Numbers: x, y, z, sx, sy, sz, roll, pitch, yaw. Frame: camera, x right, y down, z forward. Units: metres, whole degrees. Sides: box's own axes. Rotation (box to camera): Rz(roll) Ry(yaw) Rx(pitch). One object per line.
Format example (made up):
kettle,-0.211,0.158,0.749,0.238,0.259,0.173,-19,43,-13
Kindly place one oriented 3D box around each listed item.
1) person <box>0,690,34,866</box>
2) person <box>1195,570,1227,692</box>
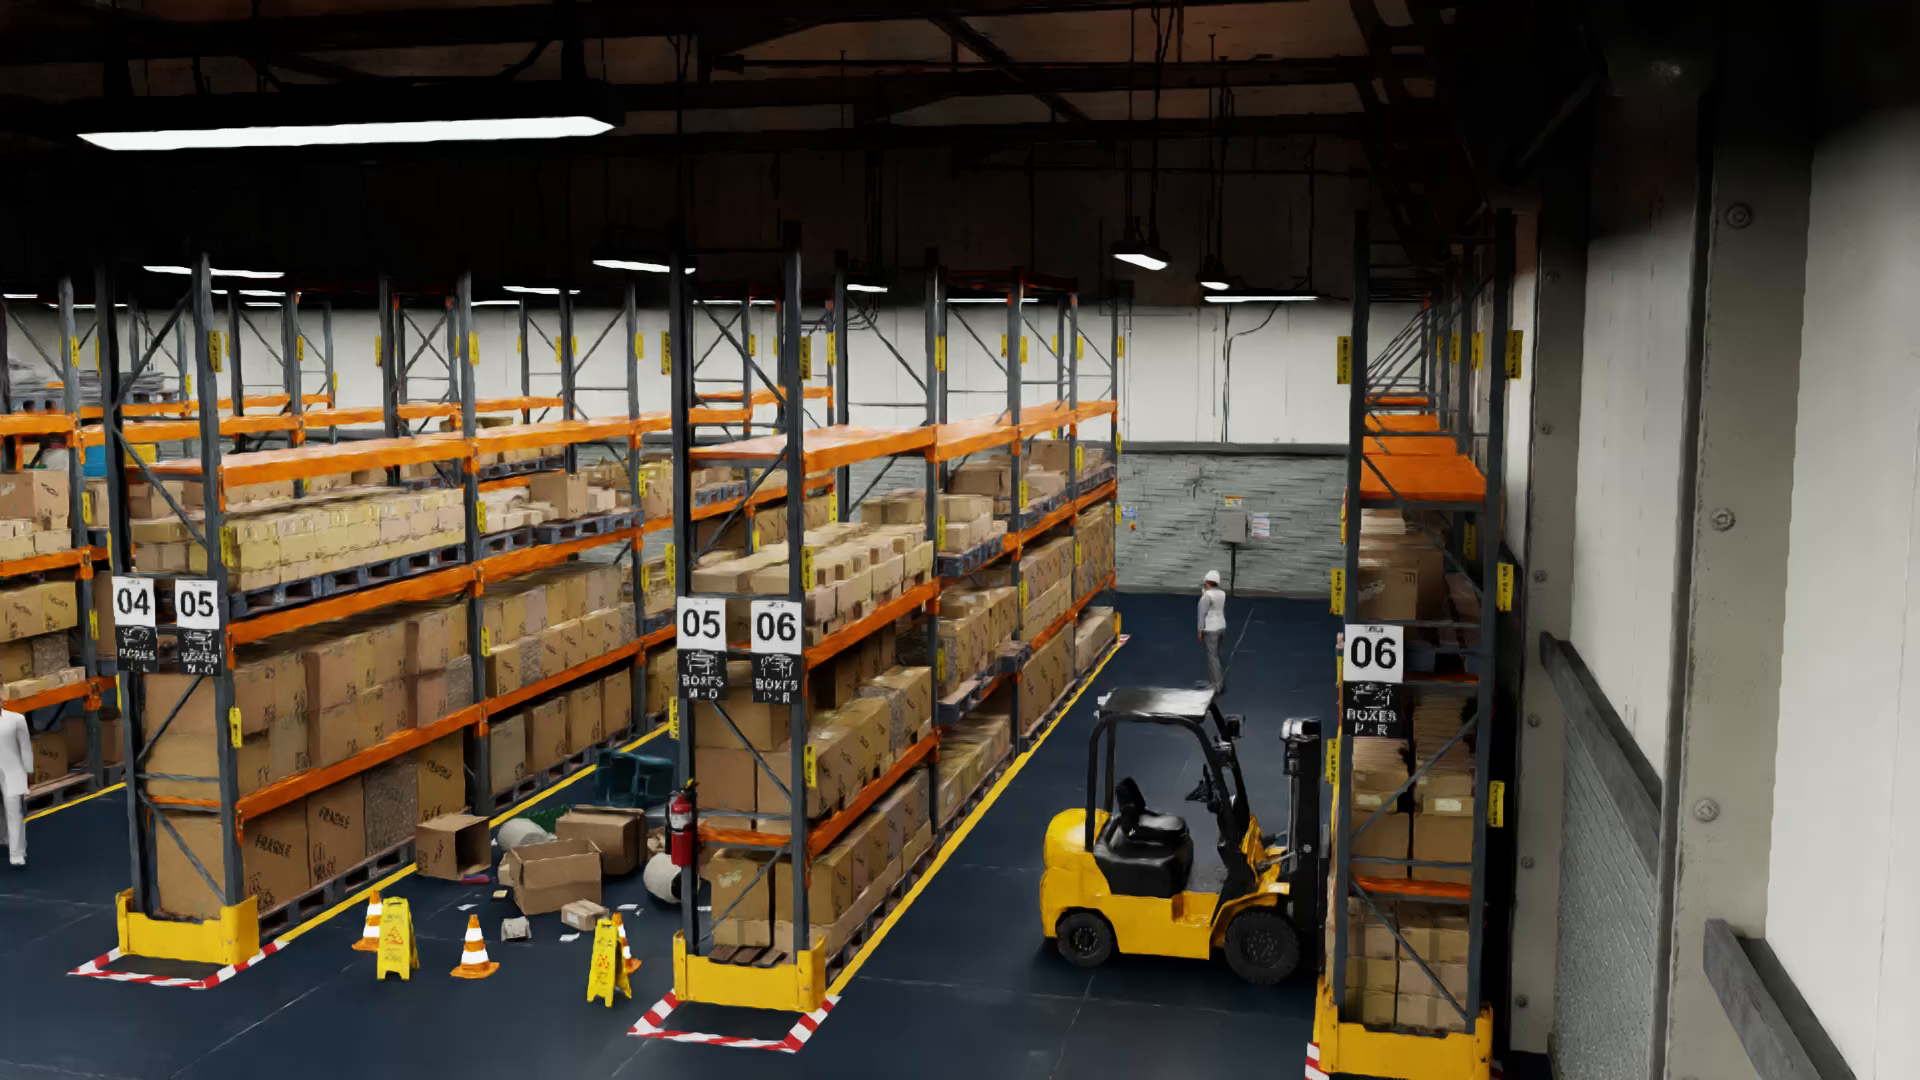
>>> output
person,-9.476,2.280,16.366,0.610,1.690,1.009,-1,7,-12
person,3.665,1.309,24.357,0.583,1.768,0.622,5,9,36
